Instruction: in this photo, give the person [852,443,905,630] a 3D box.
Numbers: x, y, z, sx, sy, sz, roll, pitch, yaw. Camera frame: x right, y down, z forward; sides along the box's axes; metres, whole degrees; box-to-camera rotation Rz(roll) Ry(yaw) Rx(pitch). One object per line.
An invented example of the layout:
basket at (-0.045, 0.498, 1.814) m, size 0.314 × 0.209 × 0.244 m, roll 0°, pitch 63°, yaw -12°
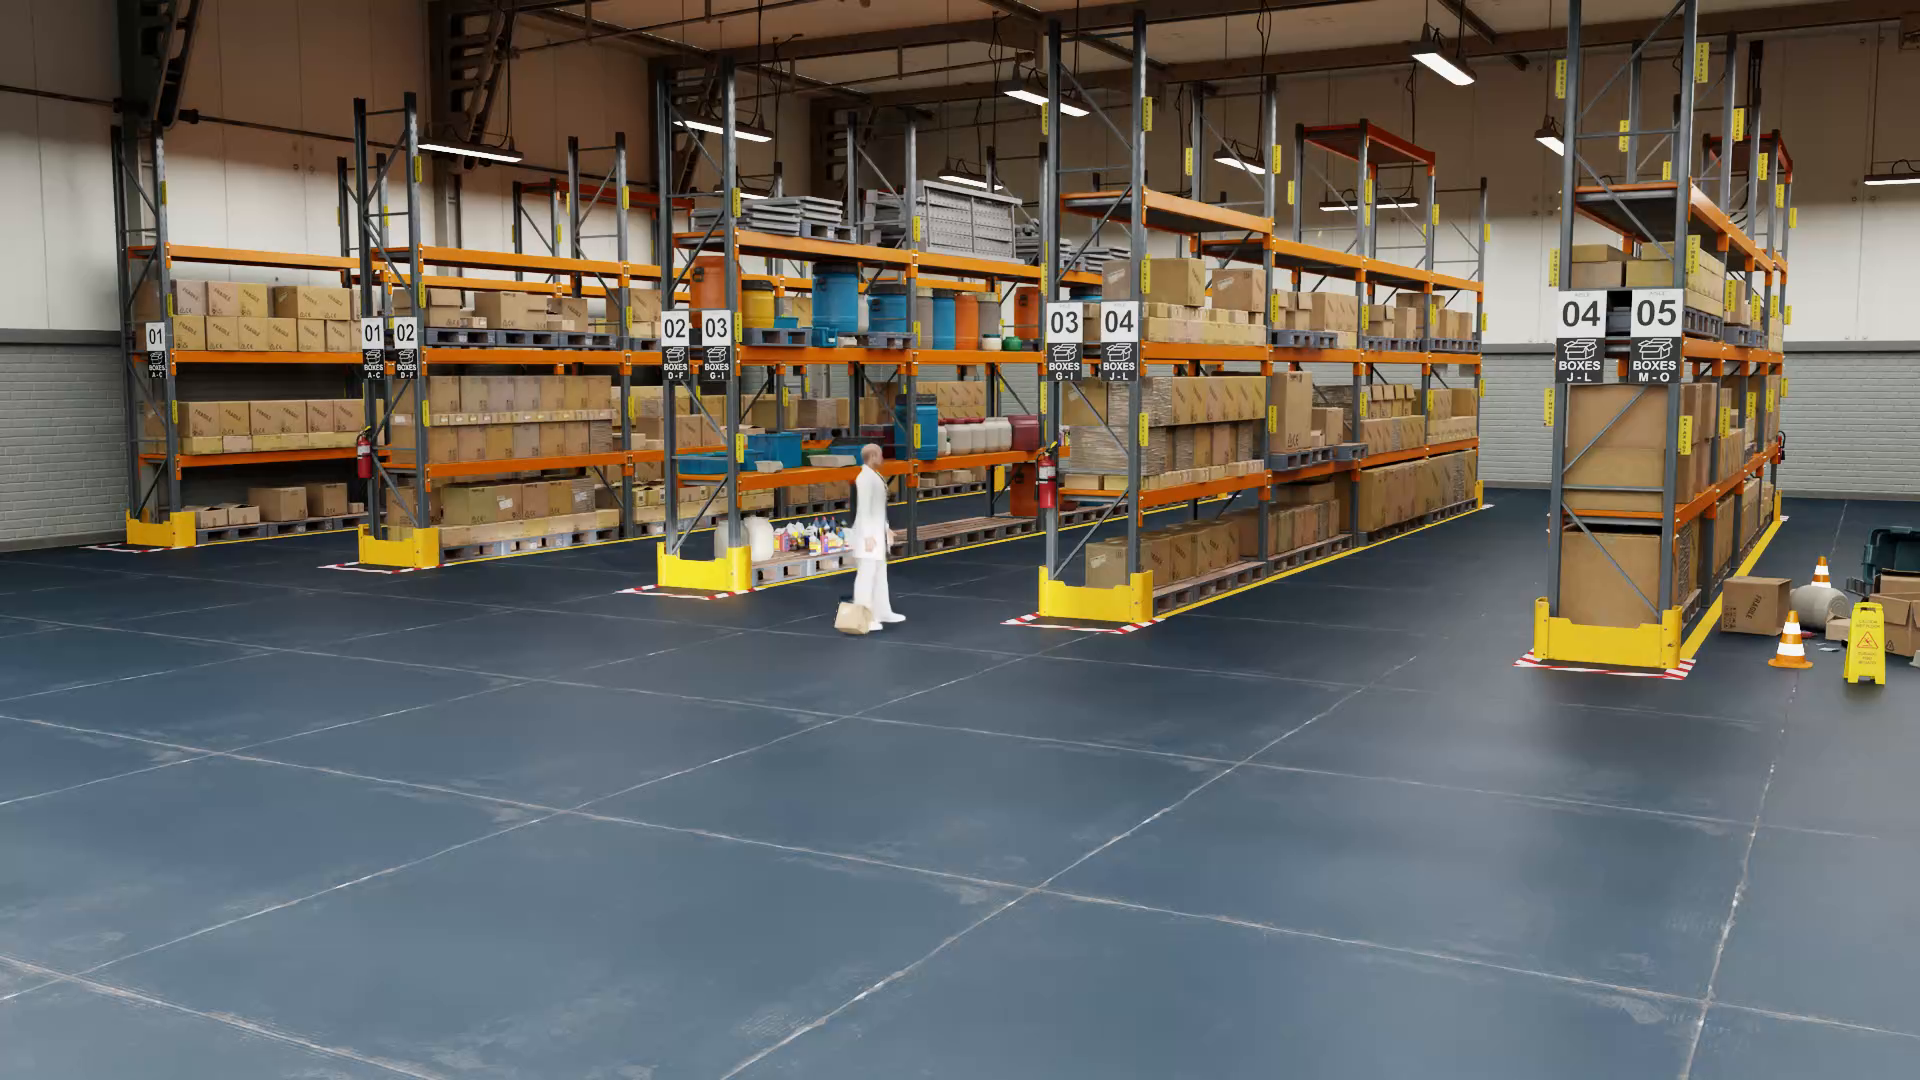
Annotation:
person at (-0.799, -0.040, 16.167) m, size 0.502 × 1.786 × 0.595 m, roll 1°, pitch 6°, yaw 7°
